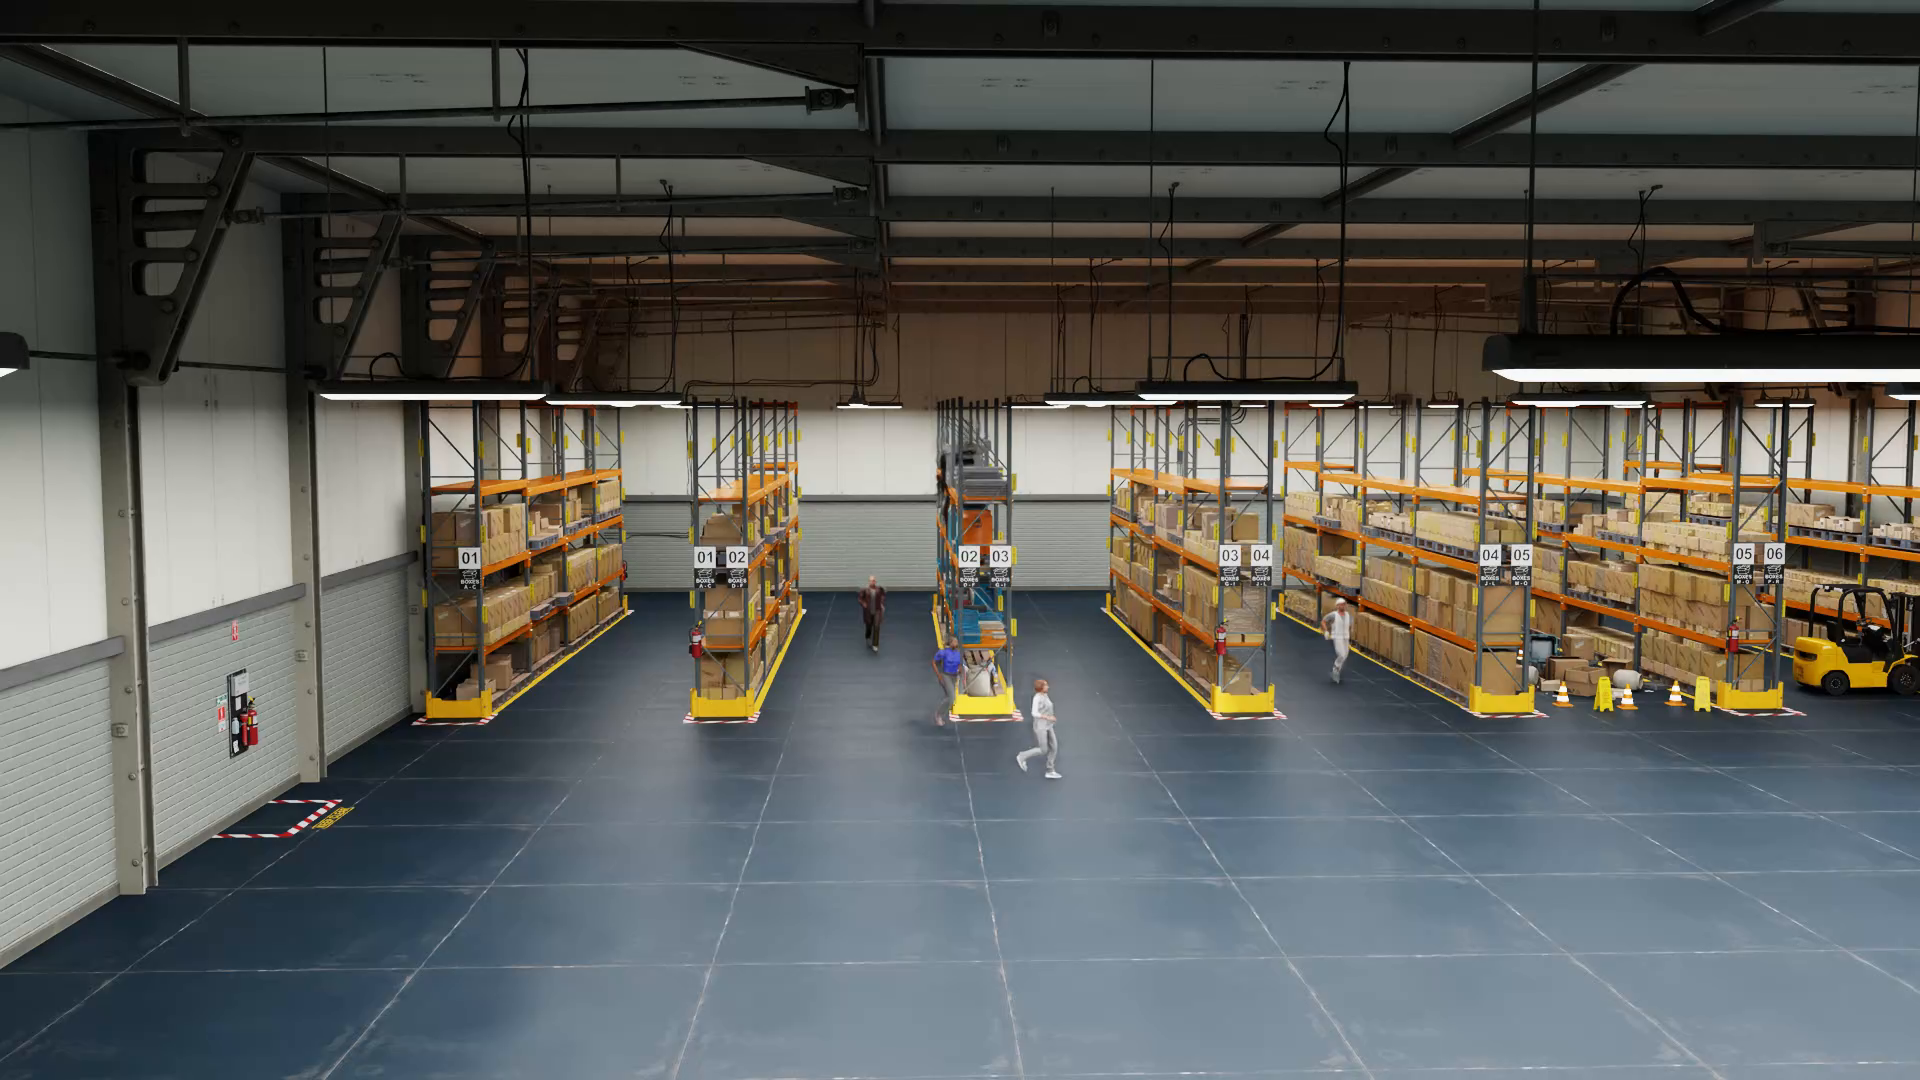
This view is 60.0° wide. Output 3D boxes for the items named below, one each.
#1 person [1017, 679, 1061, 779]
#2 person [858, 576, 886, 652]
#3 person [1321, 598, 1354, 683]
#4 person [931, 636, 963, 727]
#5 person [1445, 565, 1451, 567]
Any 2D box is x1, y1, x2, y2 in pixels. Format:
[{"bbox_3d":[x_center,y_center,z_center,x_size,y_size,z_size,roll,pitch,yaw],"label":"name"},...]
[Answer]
[{"bbox_3d":[1.251,2.936,25.980,0.719,1.558,0.529,2,5,23],"label":"person"},{"bbox_3d":[-2.115,1.745,39.969,0.690,1.771,1.042,-1,4,-8],"label":"person"},{"bbox_3d":[8.035,2.121,35.064,0.641,1.785,0.701,-2,5,-20],"label":"person"},{"bbox_3d":[-0.187,2.617,30.396,0.569,1.536,0.624,4,6,41],"label":"person"},{"bbox_3d":[14.642,1.102,49.347,0.626,1.699,0.658,1,5,19],"label":"person"}]
